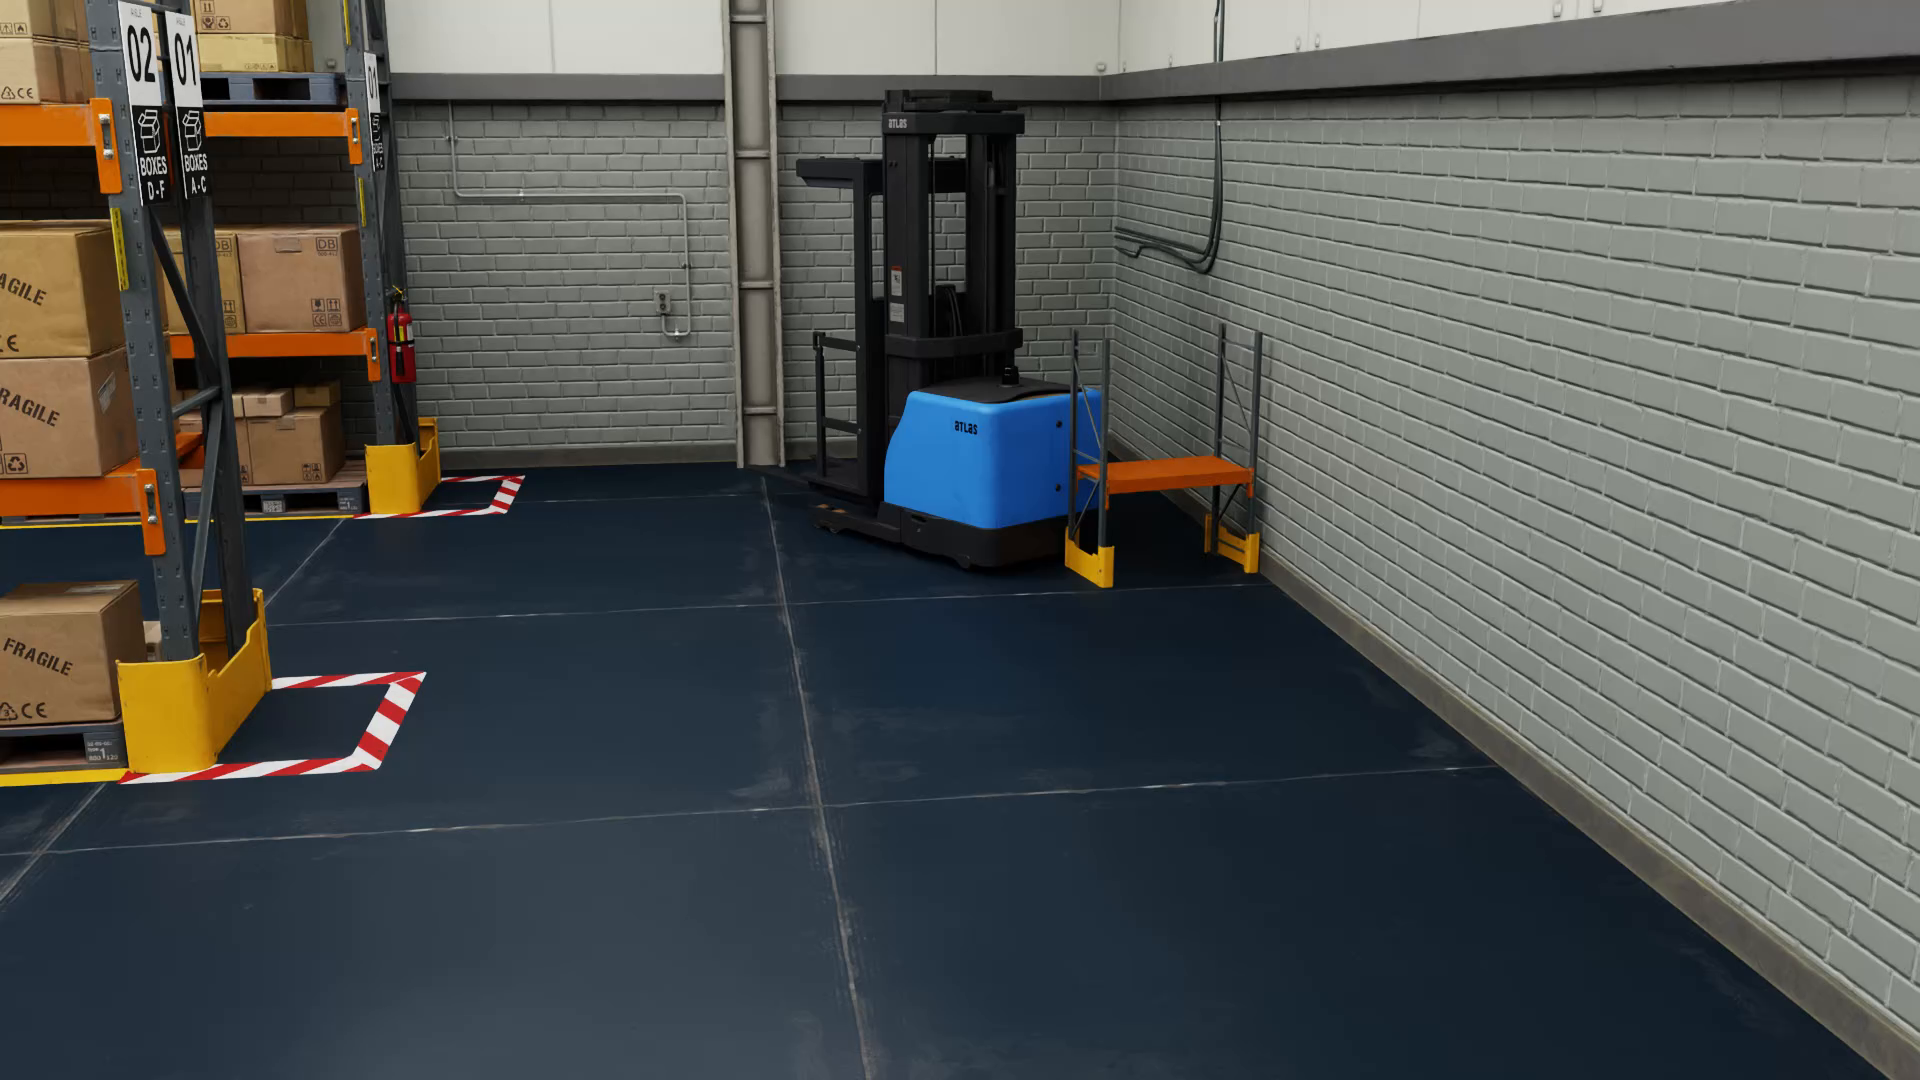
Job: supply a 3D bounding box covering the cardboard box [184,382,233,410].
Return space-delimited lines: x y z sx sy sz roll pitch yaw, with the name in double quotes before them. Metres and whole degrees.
"cardboard box" -5.517 -1.062 12.234 0.250 0.149 0.380 -2 14 -8

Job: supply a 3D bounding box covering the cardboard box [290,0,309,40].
"cardboard box" -4.943 -3.811 11.782 0.500 0.500 0.500 -3 14 -10

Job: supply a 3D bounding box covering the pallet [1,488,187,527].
"pallet" -6.168 -0.337 12.132 1.213 0.211 1.003 -2 14 -8

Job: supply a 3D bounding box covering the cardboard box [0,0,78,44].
"cardboard box" -3.914 -2.134 6.680 0.500 0.250 0.500 -2 14 -8

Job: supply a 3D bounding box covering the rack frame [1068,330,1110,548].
"rack frame" 0.781 -0.504 10.149 0.032 1.500 0.500 -5 15 -19

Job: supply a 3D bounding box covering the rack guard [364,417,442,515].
"rack guard" -4.161 -0.569 12.464 0.348 0.500 1.175 -2 14 -8

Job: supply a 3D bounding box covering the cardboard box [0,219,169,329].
"cardboard box" -3.922 -1.170 7.461 0.500 0.500 0.500 -2 14 -7

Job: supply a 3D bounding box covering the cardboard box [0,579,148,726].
"cardboard box" -3.944 0.489 7.342 0.500 0.500 0.500 -2 14 -8

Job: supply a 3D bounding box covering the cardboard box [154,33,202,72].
"cardboard box" -5.384 -3.306 11.310 0.500 0.250 0.500 -3 14 -10

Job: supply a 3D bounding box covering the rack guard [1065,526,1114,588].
"rack guard" 0.799 0.101 10.307 0.087 0.250 0.587 -5 15 -19

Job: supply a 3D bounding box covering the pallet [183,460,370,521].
"pallet" -4.964 -0.381 12.305 1.213 0.211 1.003 -2 14 -8

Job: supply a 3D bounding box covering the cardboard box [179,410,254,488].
"cardboard box" -5.357 -0.705 12.140 0.500 0.500 0.700 -2 14 -8

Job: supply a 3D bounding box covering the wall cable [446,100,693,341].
"wall cable" -3.060 -2.548 13.125 1.851 1.984 0.084 -2 14 -8

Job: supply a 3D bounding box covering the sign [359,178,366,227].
"sign" -4.118 -2.326 11.465 0.005 0.325 0.100 -2 14 -8

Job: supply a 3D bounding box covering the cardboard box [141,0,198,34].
"cardboard box" -5.365 -3.671 11.226 0.500 0.500 0.500 -2 14 -7

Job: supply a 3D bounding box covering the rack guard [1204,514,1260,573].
"rack guard" 1.736 0.018 10.636 0.087 0.250 0.587 -5 15 -19

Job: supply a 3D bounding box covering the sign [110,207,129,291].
"sign" -3.381 -1.170 6.691 0.005 0.325 0.100 -2 14 -8

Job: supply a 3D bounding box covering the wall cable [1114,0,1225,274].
"wall cable" 1.461 -3.304 12.279 0.112 2.526 3.097 -2 14 -8

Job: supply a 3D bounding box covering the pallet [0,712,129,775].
"pallet" -4.307 0.795 7.618 1.213 0.211 1.003 -2 14 -8

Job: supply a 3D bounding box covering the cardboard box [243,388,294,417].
"cardboard box" -4.962 -0.989 11.940 0.250 0.149 0.380 -2 14 -9

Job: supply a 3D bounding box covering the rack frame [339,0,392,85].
"rack frame" -4.185 -4.691 11.427 0.127 3.000 1.000 -2 14 -8

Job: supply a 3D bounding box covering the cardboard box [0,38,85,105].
"cardboard box" -3.912 -1.890 6.732 0.500 0.250 0.500 -2 14 -8

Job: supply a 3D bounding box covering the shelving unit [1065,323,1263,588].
"shelving unit" 1.267 -0.547 10.319 1.083 1.500 0.587 -5 15 -19

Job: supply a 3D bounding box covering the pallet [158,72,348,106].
"pallet" -4.917 -3.163 11.685 1.213 0.211 1.003 -2 14 -8

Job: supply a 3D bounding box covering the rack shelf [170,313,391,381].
"rack shelf" -6.163 -1.359 11.955 4.000 0.370 1.077 -2 14 -8

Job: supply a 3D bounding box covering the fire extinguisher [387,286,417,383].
"fire extinguisher" -3.967 -1.457 11.791 0.183 0.674 0.296 -2 14 -8

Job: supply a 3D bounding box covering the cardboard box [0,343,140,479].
"cardboard box" -3.846 -0.556 7.068 0.500 0.500 0.500 -2 14 -7

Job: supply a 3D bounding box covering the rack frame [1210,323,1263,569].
"rack frame" 1.737 -0.588 10.484 0.032 1.500 0.500 -5 15 -19

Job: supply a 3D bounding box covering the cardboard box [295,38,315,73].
"cardboard box" -4.944 -3.448 11.877 0.500 0.250 0.500 -1 14 -5

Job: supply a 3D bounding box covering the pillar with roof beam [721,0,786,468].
"pillar with roof beam" -1.003 -3.961 8.518 0.400 9.000 9.100 -2 14 -8

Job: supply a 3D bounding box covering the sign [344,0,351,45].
"sign" -4.118 -3.496 11.171 0.005 0.325 0.100 -2 14 -8

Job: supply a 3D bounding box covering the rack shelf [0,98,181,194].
"rack shelf" -5.421 -1.623 6.840 4.000 0.370 1.077 -2 14 -8

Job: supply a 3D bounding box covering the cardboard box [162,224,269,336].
"cardboard box" -5.406 -1.876 11.921 0.700 0.700 0.980 -2 14 -9

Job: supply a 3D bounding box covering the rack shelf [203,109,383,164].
"rack shelf" -6.163 -2.814 11.590 4.000 0.370 1.077 -2 14 -8

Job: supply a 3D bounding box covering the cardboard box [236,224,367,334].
"cardboard box" -4.688 -1.906 12.037 0.700 0.700 0.980 -1 14 -6

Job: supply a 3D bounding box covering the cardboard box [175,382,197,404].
"cardboard box" -5.768 -1.053 12.196 0.250 0.149 0.380 -2 14 -8

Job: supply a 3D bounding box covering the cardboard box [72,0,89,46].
"cardboard box" -3.990 -2.258 7.174 0.500 0.250 0.500 -2 14 -8

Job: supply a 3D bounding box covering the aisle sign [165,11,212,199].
"aisle sign" -3.420 -1.924 7.381 0.004 0.787 0.394 -2 14 -8

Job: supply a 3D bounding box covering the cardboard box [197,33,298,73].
"cardboard box" -4.870 -3.325 11.386 0.500 0.250 0.500 -2 14 -7

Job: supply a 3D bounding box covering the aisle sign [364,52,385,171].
"aisle sign" -4.069 -2.972 11.563 0.004 0.787 0.394 -2 14 -8

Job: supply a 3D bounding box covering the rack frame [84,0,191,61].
"rack frame" -3.443 -3.499 6.676 0.127 3.000 1.000 -2 14 -8

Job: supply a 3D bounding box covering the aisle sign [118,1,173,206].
"aisle sign" -3.330 -1.779 6.806 0.004 0.787 0.394 -2 14 -8

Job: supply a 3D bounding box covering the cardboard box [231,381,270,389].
"cardboard box" -5.269 -1.071 12.270 0.250 0.149 0.380 -2 14 -8

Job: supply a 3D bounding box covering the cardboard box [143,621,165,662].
"cardboard box" -3.909 0.512 7.968 0.250 0.149 0.380 -2 14 -8

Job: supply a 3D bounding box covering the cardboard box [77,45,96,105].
"cardboard box" -3.989 -2.014 7.229 0.500 0.250 0.500 -2 14 -8

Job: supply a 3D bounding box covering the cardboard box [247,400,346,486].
"cardboard box" -4.862 -0.723 12.213 0.500 0.500 0.700 -2 14 -8

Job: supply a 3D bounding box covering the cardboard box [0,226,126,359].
"cardboard box" -3.843 -1.041 6.944 0.500 0.500 0.500 -2 14 -9

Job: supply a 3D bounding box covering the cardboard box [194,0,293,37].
"cardboard box" -4.868 -3.687 11.288 0.500 0.500 0.500 -2 14 -8

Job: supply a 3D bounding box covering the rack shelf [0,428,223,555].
"rack shelf" -5.421 -0.168 7.205 4.000 0.370 1.077 -2 14 -8

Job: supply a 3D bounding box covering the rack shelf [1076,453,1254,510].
"rack shelf" 1.259 -0.372 10.360 1.000 0.185 0.538 -5 15 -19

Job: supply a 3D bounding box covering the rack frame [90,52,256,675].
"rack frame" -3.443 -0.589 7.406 0.127 3.000 1.000 -2 14 -8

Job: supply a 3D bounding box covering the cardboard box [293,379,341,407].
"cardboard box" -4.769 -1.090 12.344 0.250 0.149 0.380 -2 14 -8

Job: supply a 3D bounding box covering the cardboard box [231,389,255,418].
"cardboard box" -5.215 -0.979 11.903 0.250 0.149 0.380 -2 14 -7

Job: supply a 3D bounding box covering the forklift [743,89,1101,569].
"forklift" -0.403 -1.537 11.325 1.130 2.935 3.031 -12 18 -39

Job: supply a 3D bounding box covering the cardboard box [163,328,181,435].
"cardboard box" -3.922 -0.685 7.583 0.500 0.500 0.500 -2 14 -7

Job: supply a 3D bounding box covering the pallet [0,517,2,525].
"pallet" -7.377 -0.292 11.953 1.213 0.211 1.003 -2 14 -8

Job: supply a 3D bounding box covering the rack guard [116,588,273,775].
"rack guard" -3.519 0.626 7.699 0.348 0.500 1.175 -2 14 -8

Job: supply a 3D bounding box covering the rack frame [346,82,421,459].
"rack frame" -4.185 -1.781 12.157 0.127 3.000 1.000 -2 14 -8

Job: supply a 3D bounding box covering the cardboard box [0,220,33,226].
"cardboard box" -4.437 -1.150 7.378 0.500 0.500 0.500 -2 14 -8
